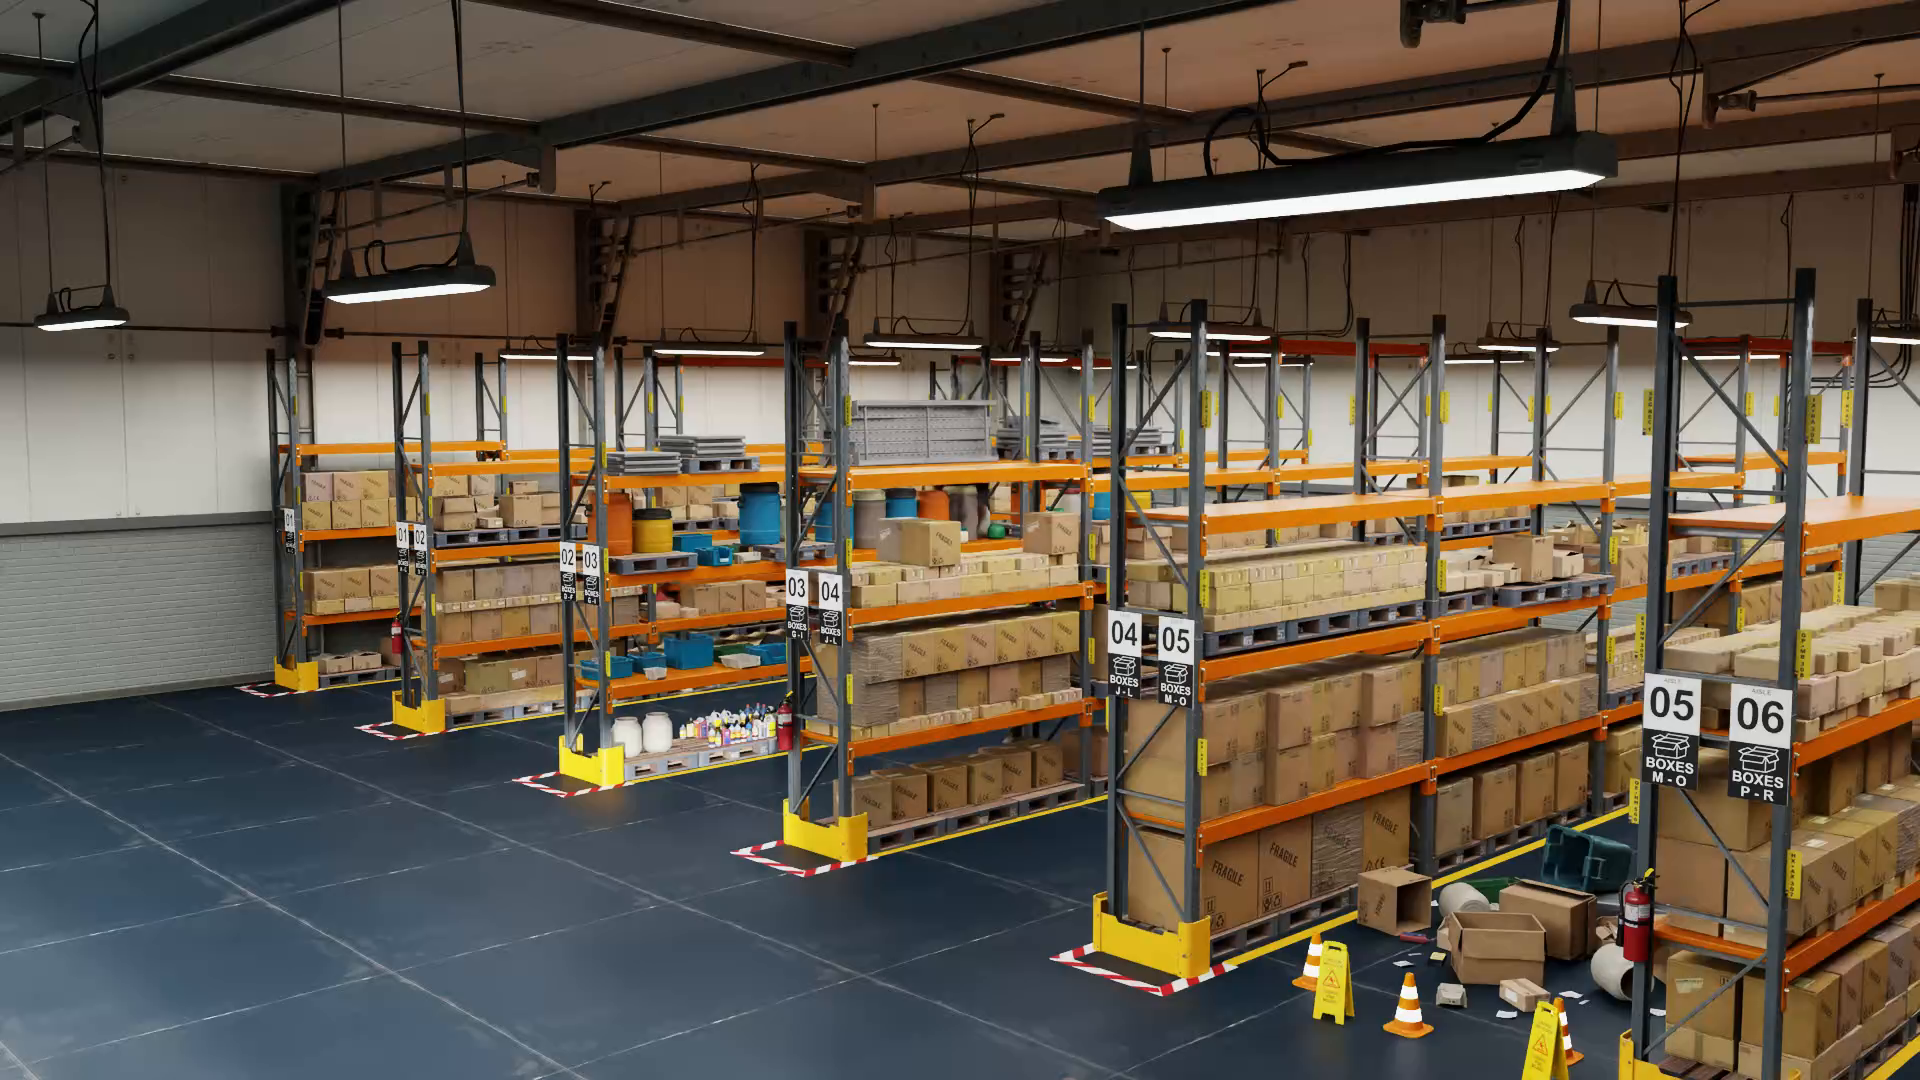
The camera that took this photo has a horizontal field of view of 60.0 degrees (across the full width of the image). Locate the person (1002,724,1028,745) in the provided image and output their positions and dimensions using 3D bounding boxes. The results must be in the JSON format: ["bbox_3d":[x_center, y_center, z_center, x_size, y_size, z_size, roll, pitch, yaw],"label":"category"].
[{"bbox_3d":[0.859,1.973,23.460,0.737,1.797,0.778,5,7,44],"label":"person"}]

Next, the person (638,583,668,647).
[{"bbox_3d":[-5.829,1.580,31.568,0.647,1.698,0.651,4,6,36],"label":"person"}]
